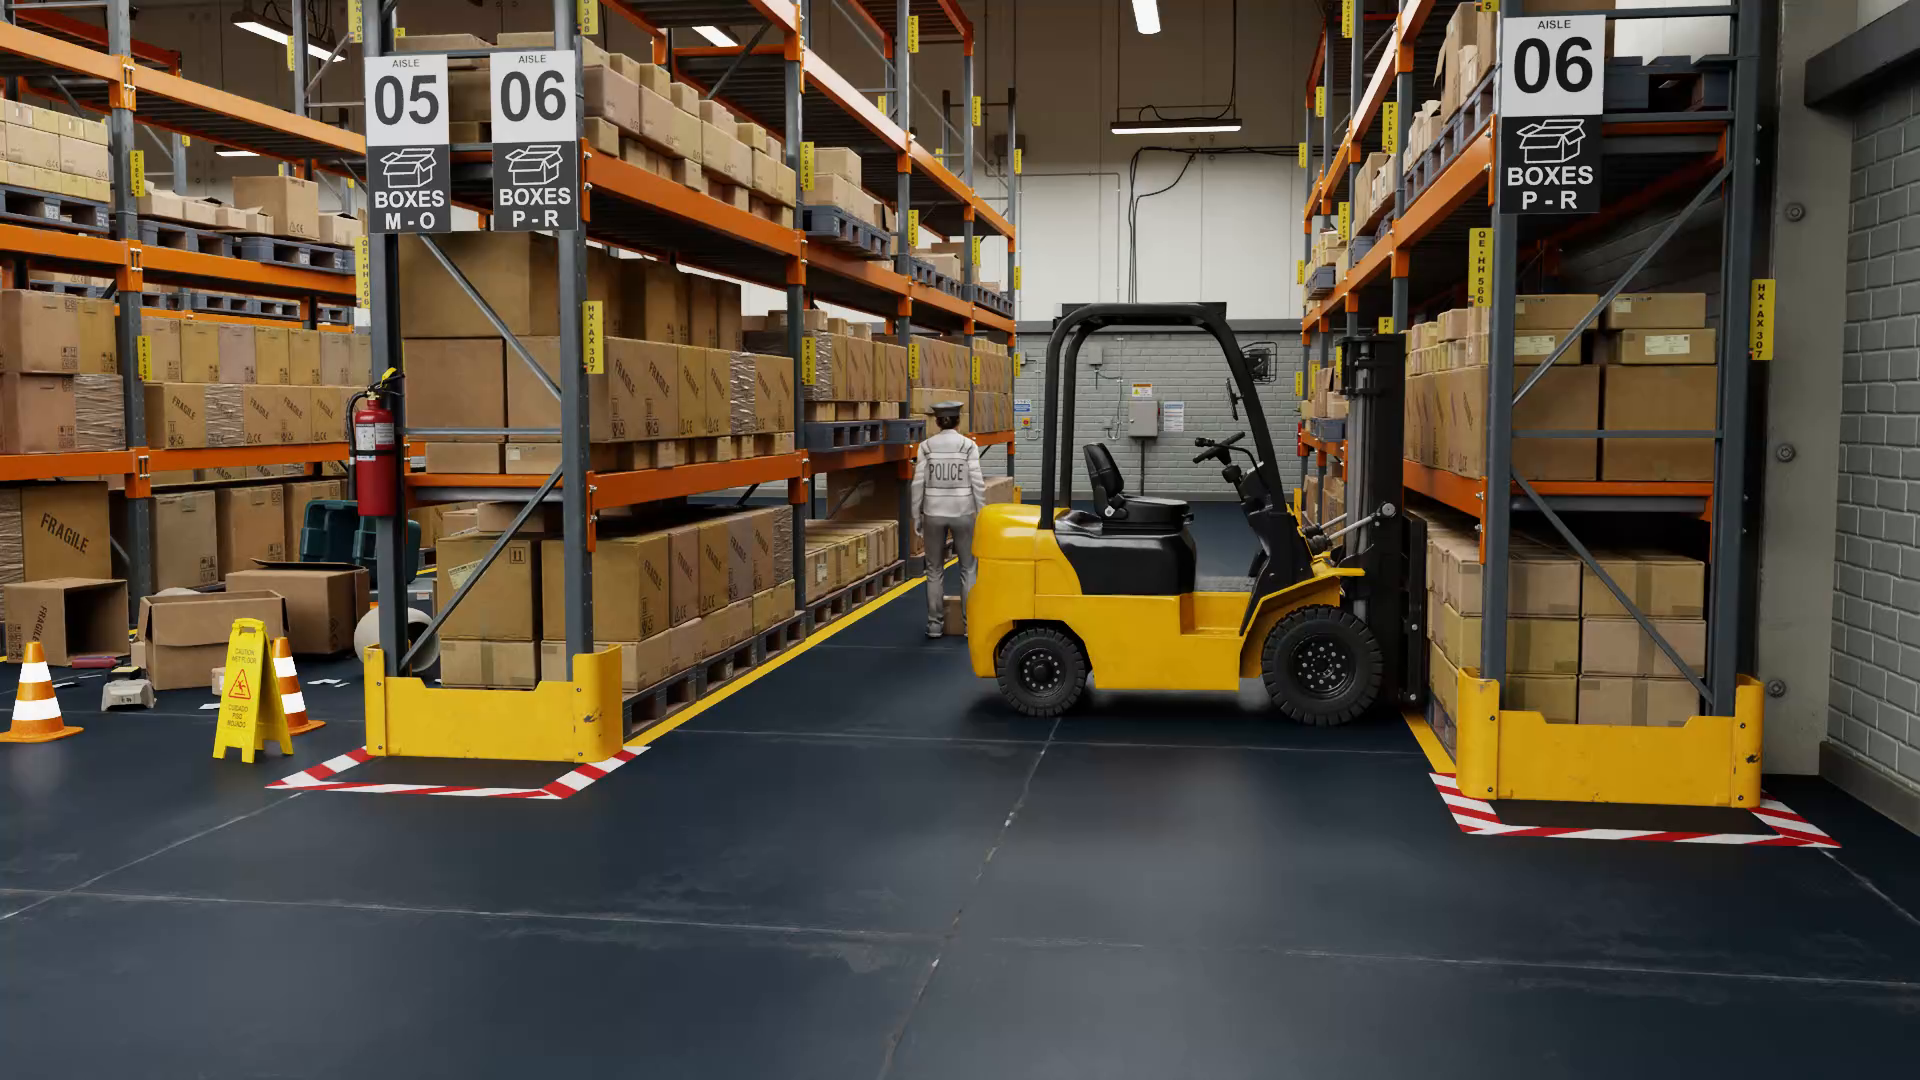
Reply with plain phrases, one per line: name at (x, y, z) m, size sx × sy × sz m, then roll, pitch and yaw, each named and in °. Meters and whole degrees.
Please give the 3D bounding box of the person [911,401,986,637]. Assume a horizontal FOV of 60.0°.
person at (-0.075, -0.145, 11.684) m, size 0.530 × 1.663 × 0.377 m, roll 1°, pitch 5°, yaw 7°
